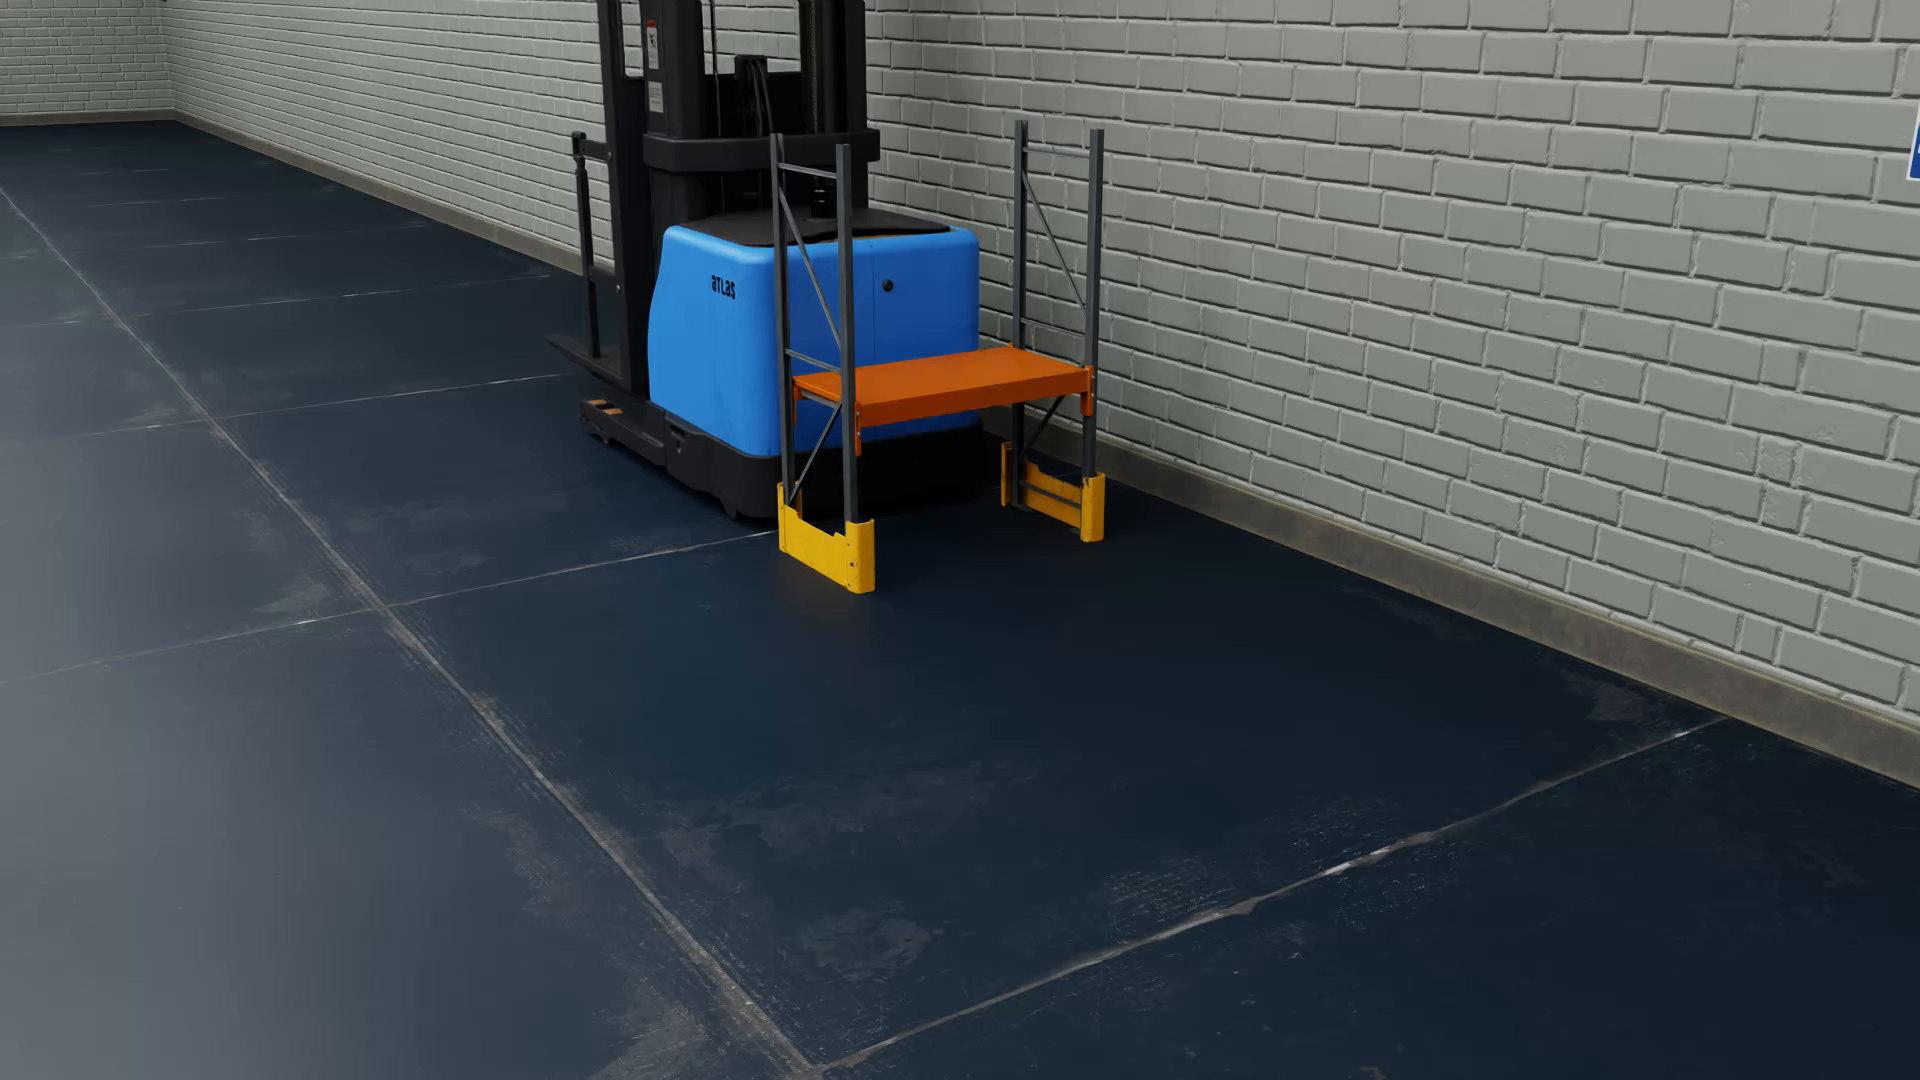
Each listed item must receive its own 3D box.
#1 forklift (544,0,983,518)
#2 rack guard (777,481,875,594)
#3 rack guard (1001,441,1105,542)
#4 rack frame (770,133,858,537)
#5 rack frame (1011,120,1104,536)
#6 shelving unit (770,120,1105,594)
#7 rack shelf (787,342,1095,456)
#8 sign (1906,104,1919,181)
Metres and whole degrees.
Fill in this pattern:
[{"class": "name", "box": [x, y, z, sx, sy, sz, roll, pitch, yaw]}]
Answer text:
[{"class": "forklift", "box": [-1.104, -1.889, 7.257, 1.130, 2.935, 3.031, -11, 22, -30]}, {"class": "rack guard", "box": [-0.480, -0.017, 5.906, 0.087, 0.250, 0.587, -12, 22, -31]}, {"class": "rack guard", "box": [0.352, -0.193, 6.425, 0.087, 0.250, 0.587, -12, 22, -31]}, {"class": "rack frame", "box": [-0.496, -0.606, 5.695, 0.032, 1.500, 0.500, -12, 22, -31]}, {"class": "rack frame", "box": [0.353, -0.785, 6.225, 0.032, 1.500, 0.500, -12, 22, -31]}, {"class": "shelving unit", "box": [-0.064, -0.697, 5.965, 1.083, 1.500, 0.587, -12, 22, -31]}, {"class": "rack shelf", "box": [-0.071, -0.525, 6.018, 1.000, 0.185, 0.538, -12, 22, -31]}, {"class": "sign", "box": [2.429, -0.950, 3.948, 0.001, 0.218, 0.327, -12, 22, -31]}]
